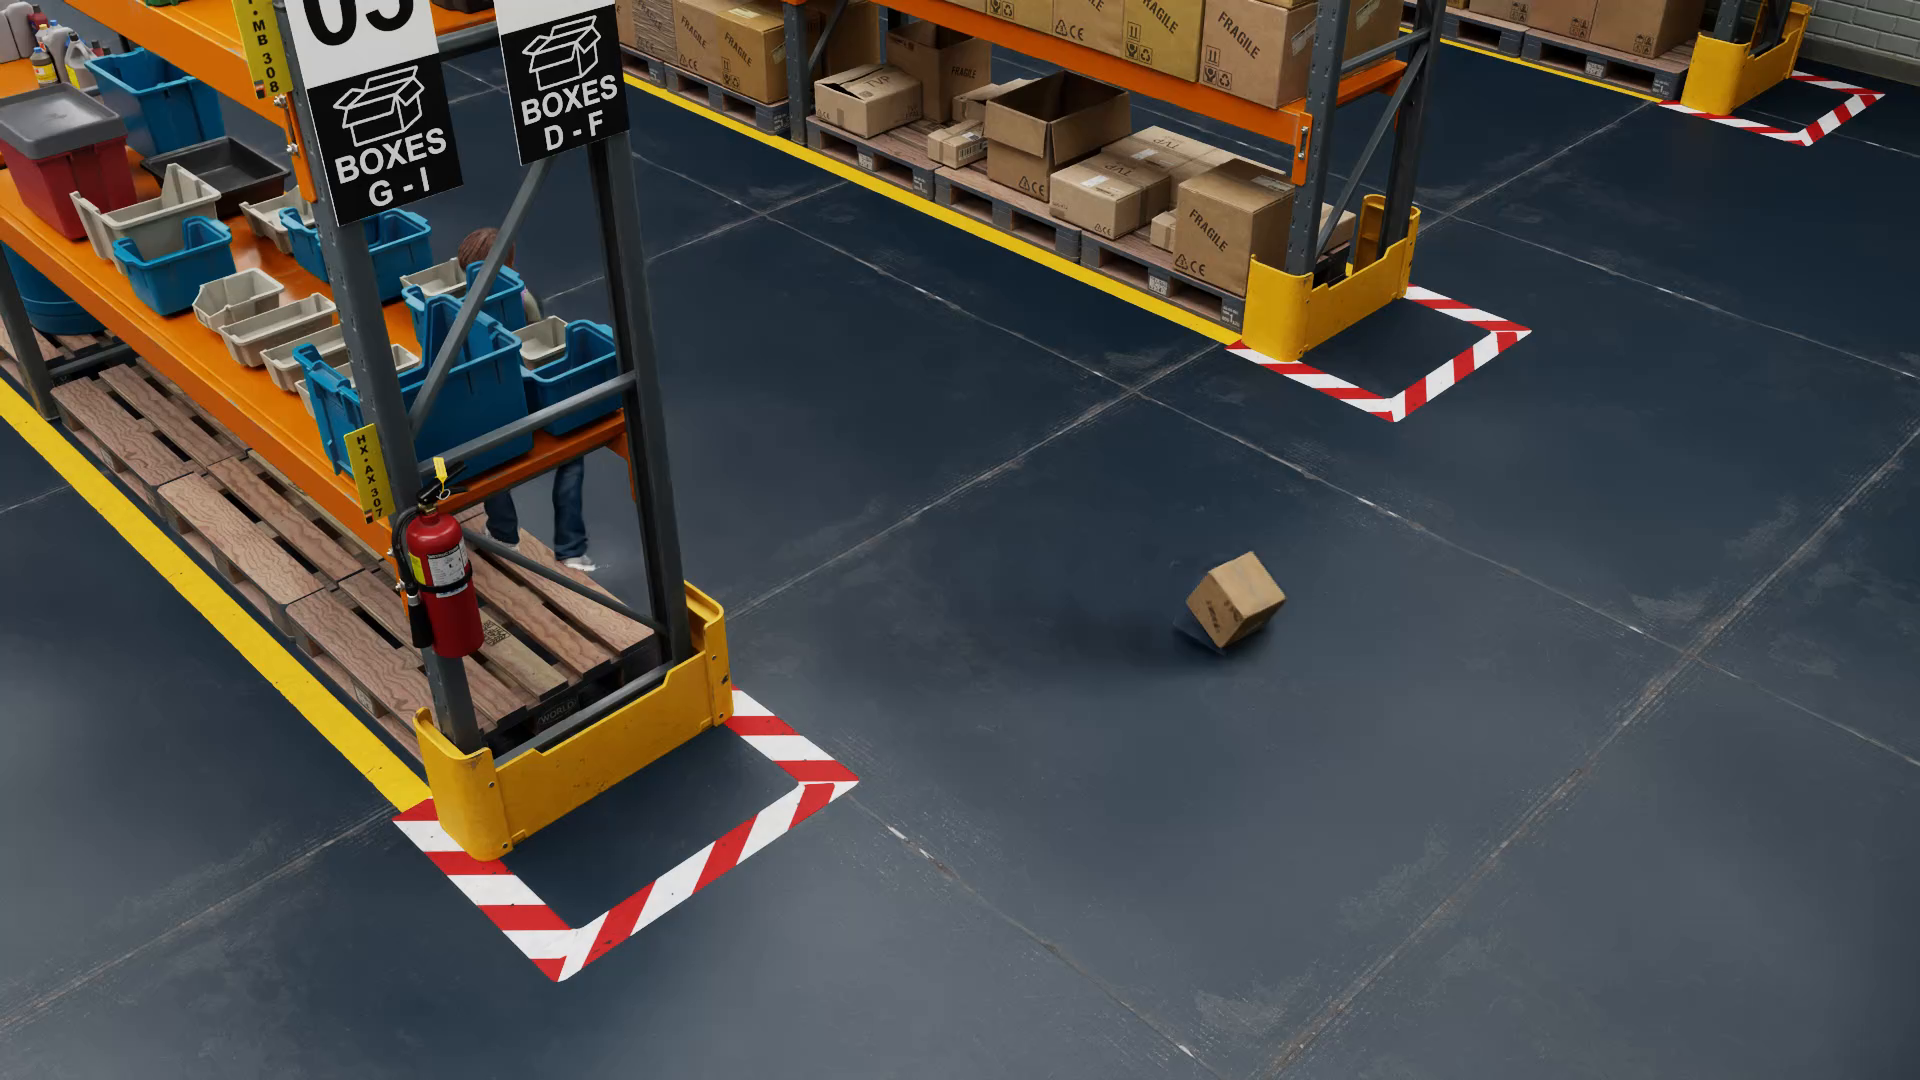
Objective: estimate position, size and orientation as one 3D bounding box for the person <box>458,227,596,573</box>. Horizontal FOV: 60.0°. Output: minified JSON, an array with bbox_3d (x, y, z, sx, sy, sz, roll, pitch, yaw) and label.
[{"bbox_3d":[-1.820,-0.516,6.785,0.492,1.579,0.447,-4,36,-5],"label":"person"}]
